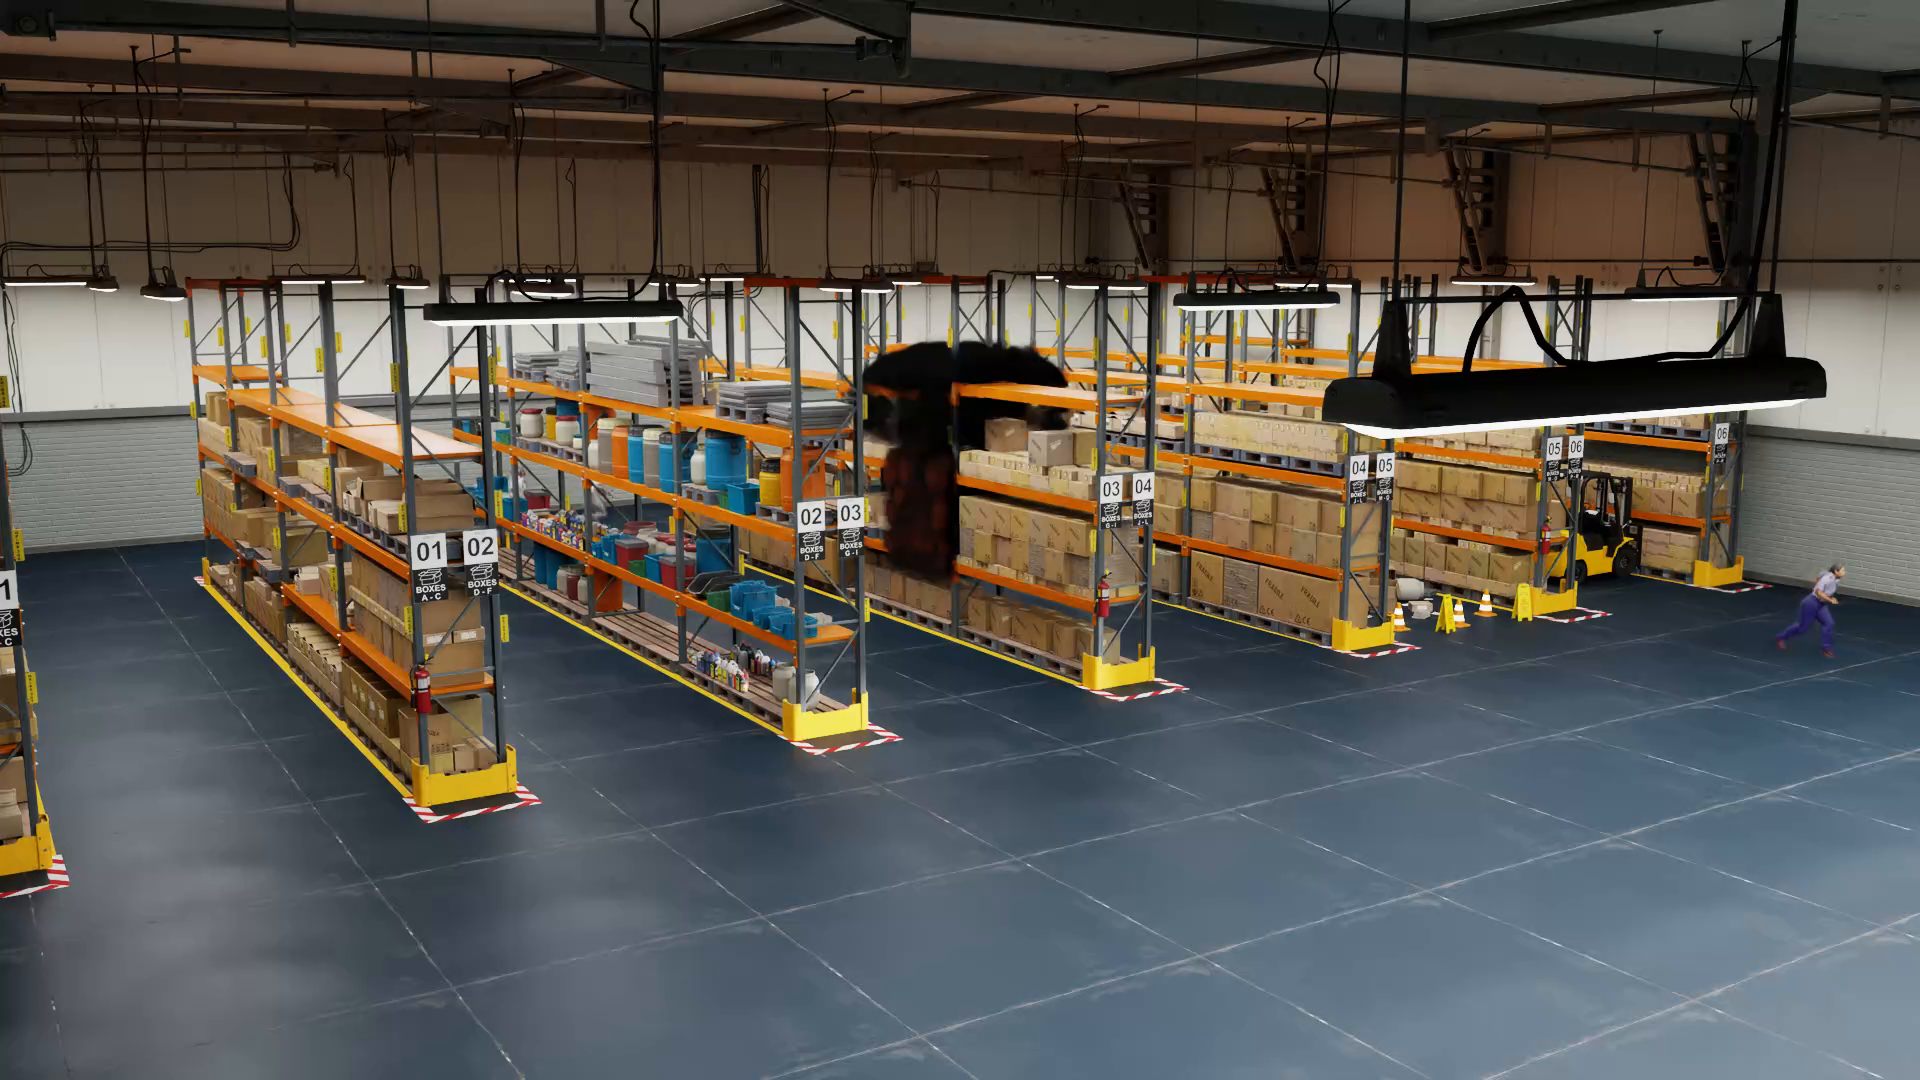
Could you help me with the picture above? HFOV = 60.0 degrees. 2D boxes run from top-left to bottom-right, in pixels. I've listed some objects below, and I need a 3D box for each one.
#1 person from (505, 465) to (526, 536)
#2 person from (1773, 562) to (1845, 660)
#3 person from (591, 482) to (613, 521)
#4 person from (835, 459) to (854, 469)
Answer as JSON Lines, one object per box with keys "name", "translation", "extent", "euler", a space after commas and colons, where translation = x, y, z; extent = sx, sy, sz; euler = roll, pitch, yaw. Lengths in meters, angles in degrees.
{"name": "person", "translation": [-10.308, -0.882, 38.459], "extent": [0.752, 1.697, 0.636], "euler": [-4, 10, -22]}
{"name": "person", "translation": [13.716, 1.171, 26.842], "extent": [0.926, 1.503, 0.648], "euler": [6, 11, 33]}
{"name": "person", "translation": [-8.420, -0.879, 38.739], "extent": [0.665, 1.530, 0.528], "euler": [-4, 10, -20]}
{"name": "person", "translation": [-2.983, -1.672, 42.754], "extent": [0.651, 1.743, 0.607], "euler": [3, 10, 19]}
